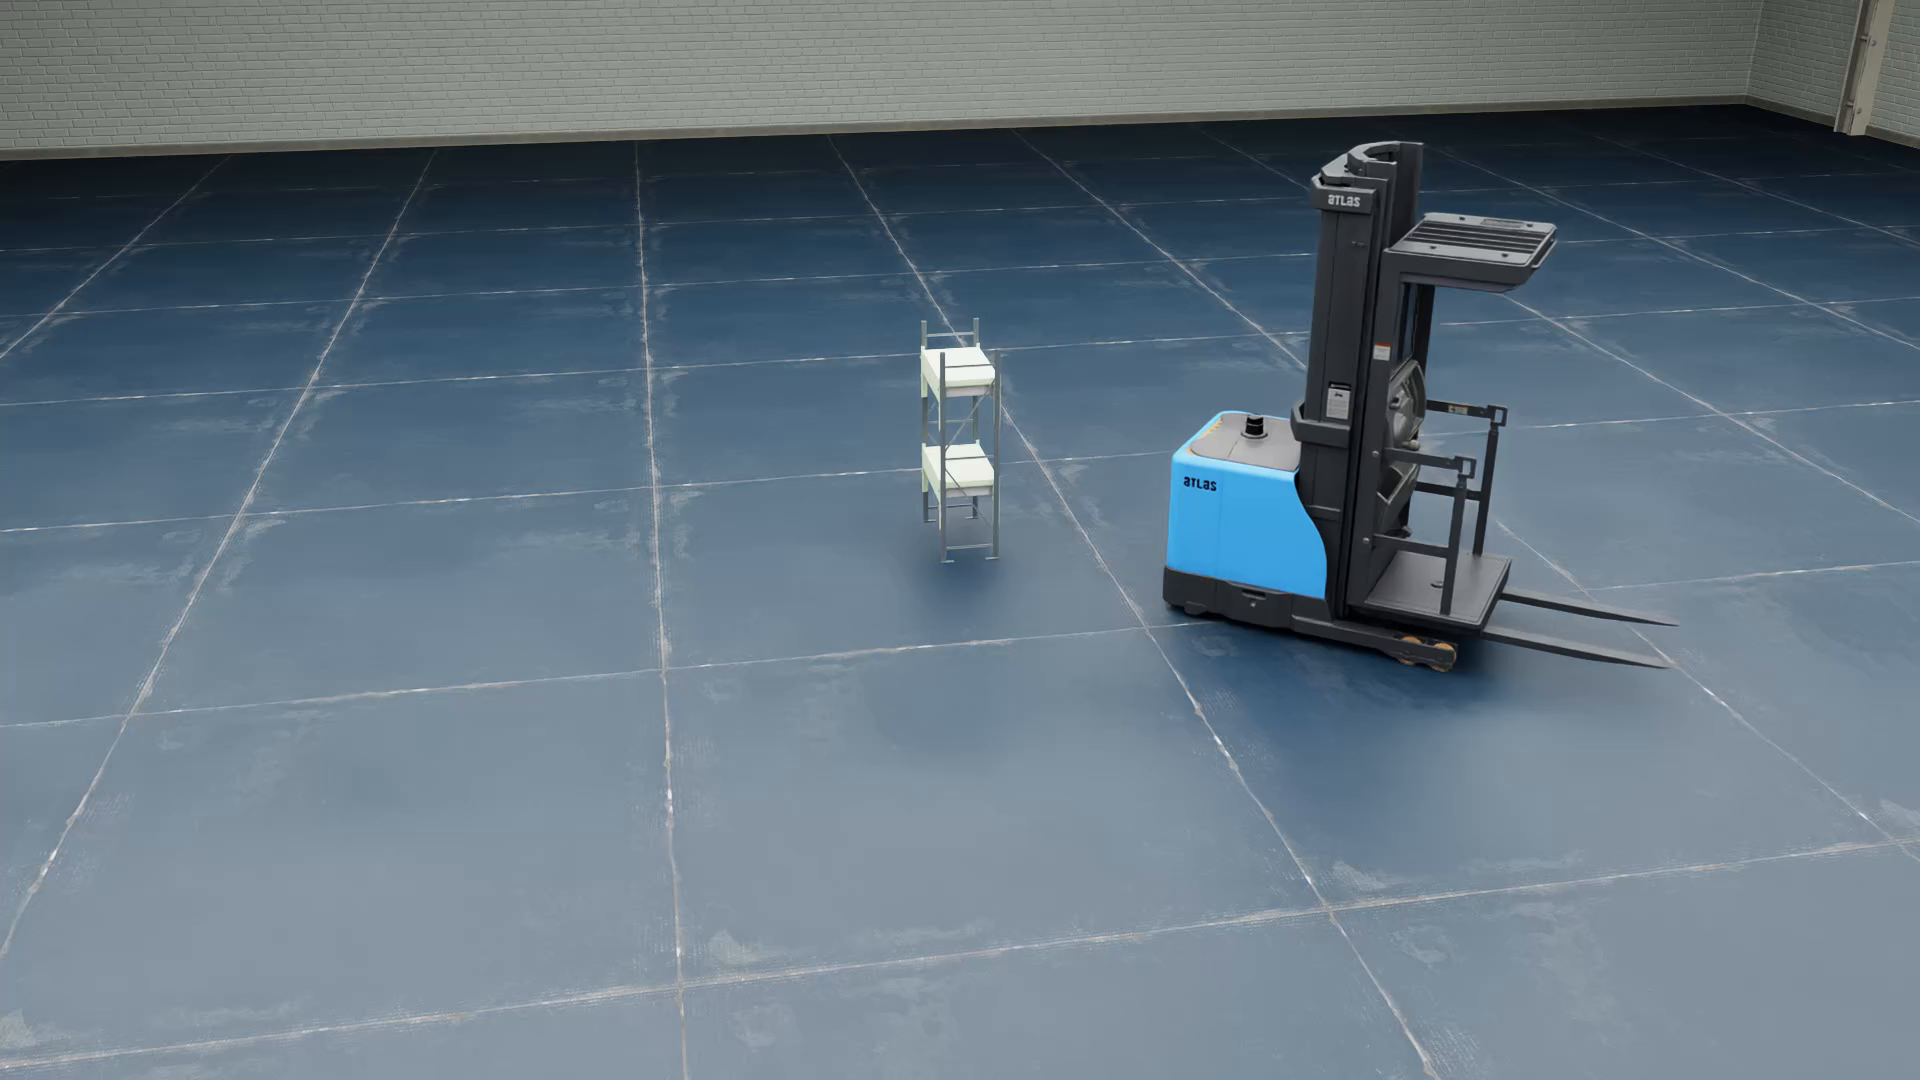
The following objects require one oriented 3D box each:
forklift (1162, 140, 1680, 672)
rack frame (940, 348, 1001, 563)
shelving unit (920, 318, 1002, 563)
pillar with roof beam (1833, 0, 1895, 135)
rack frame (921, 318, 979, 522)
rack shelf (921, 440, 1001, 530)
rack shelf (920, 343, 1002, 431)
[{"bbox_3d":[2.857,-0.799,9.917,3.031,2.935,1.130,11,26,24],"label":"forklift"},{"bbox_3d":[0.066,-0.546,11.126,0.400,1.500,0.023,-4,24,-10],"label":"rack frame"},{"bbox_3d":[-0.001,-0.690,11.456,0.431,1.500,0.755,-4,24,-10],"label":"shelving unit"},{"bbox_3d":[10.072,-10.350,24.204,9.100,9.000,0.400,-4,24,-10],"label":"pillar with roof beam"},{"bbox_3d":[-0.069,-0.834,11.785,0.400,1.500,0.023,-4,24,-10],"label":"rack frame"},{"bbox_3d":[-0.001,-0.391,11.586,0.431,0.370,0.720,-4,24,-10],"label":"rack shelf"},{"bbox_3d":[-0.001,-1.048,11.300,0.431,0.370,0.720,-4,24,-10],"label":"rack shelf"}]
